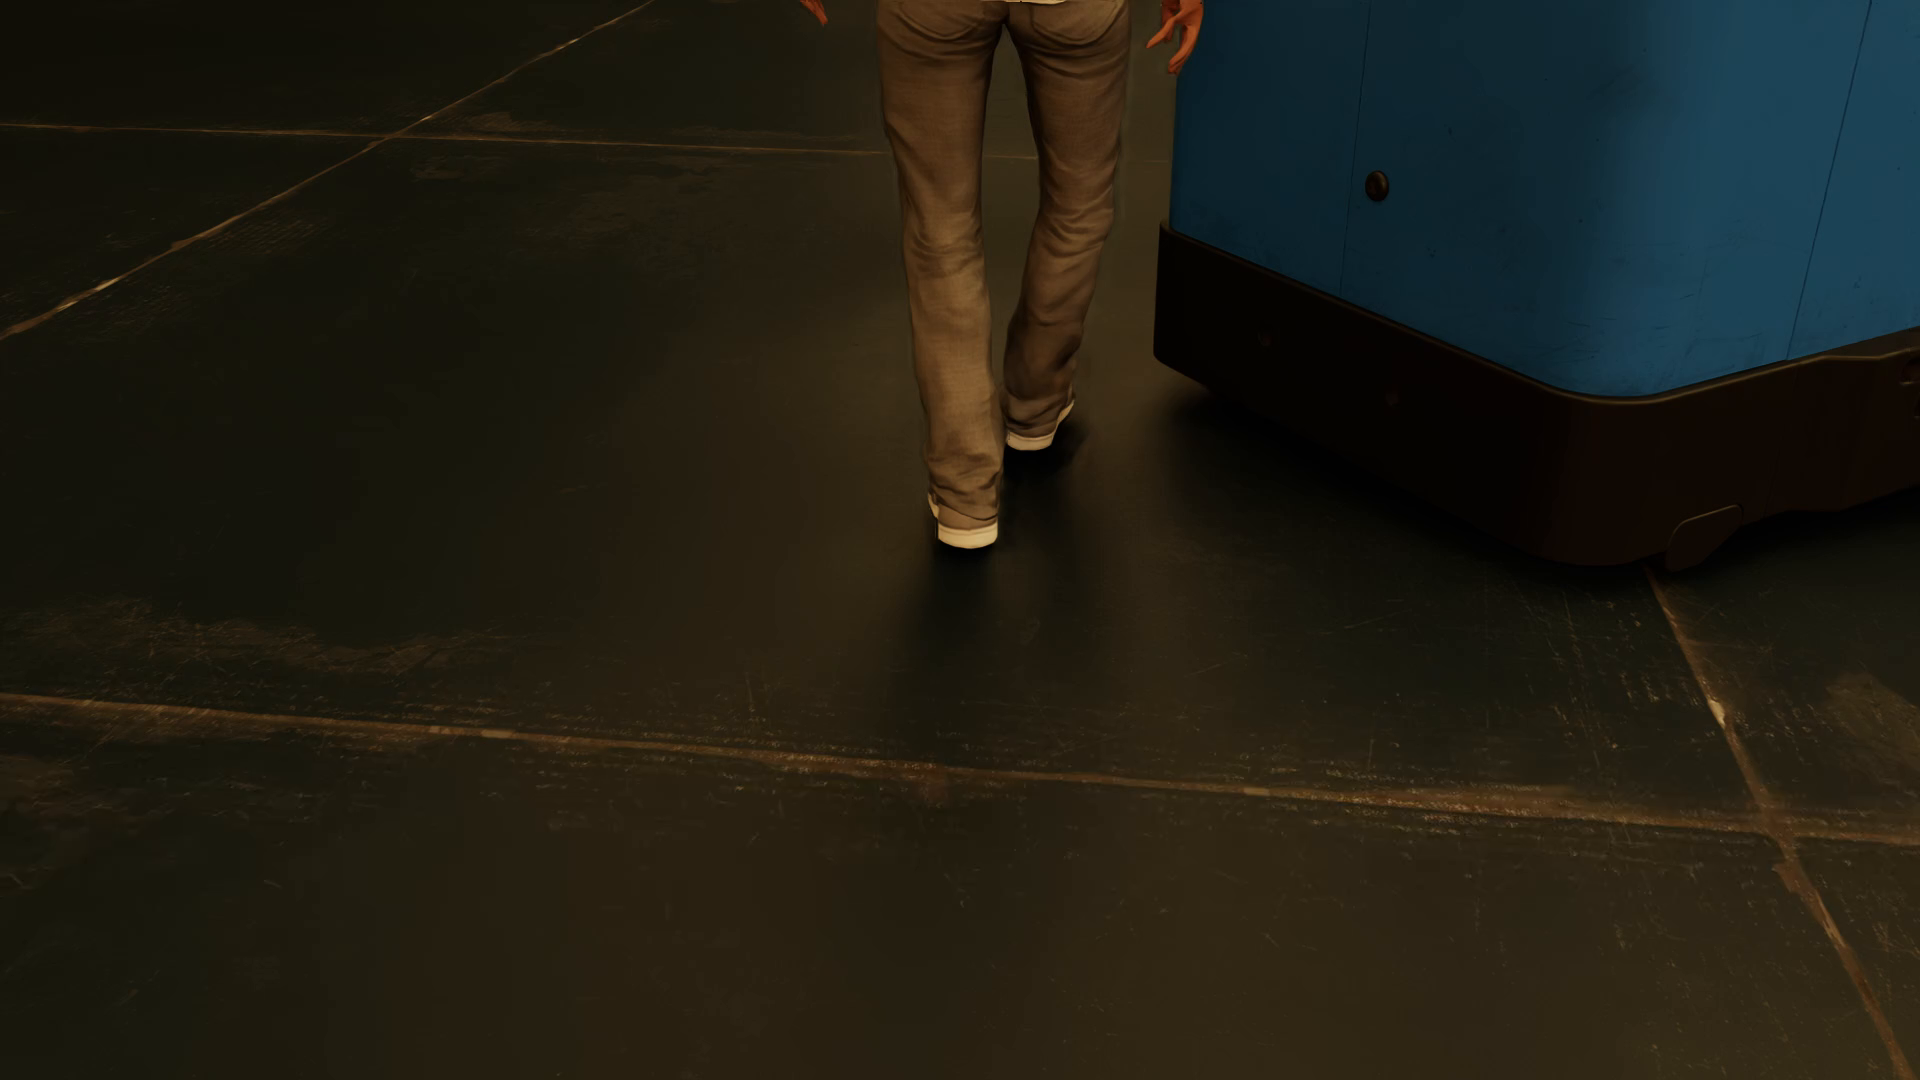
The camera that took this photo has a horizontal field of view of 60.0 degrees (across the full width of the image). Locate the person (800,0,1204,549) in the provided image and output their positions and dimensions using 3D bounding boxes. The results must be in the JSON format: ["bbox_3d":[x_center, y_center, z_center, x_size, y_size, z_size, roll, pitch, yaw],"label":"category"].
[{"bbox_3d":[0.044,-0.807,2.363,0.579,1.574,0.648,0,27,0],"label":"person"}]

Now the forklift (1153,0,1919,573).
[{"bbox_3d":[1.889,-1.729,2.682,3.031,2.935,1.130,-14,30,-26],"label":"forklift"}]
